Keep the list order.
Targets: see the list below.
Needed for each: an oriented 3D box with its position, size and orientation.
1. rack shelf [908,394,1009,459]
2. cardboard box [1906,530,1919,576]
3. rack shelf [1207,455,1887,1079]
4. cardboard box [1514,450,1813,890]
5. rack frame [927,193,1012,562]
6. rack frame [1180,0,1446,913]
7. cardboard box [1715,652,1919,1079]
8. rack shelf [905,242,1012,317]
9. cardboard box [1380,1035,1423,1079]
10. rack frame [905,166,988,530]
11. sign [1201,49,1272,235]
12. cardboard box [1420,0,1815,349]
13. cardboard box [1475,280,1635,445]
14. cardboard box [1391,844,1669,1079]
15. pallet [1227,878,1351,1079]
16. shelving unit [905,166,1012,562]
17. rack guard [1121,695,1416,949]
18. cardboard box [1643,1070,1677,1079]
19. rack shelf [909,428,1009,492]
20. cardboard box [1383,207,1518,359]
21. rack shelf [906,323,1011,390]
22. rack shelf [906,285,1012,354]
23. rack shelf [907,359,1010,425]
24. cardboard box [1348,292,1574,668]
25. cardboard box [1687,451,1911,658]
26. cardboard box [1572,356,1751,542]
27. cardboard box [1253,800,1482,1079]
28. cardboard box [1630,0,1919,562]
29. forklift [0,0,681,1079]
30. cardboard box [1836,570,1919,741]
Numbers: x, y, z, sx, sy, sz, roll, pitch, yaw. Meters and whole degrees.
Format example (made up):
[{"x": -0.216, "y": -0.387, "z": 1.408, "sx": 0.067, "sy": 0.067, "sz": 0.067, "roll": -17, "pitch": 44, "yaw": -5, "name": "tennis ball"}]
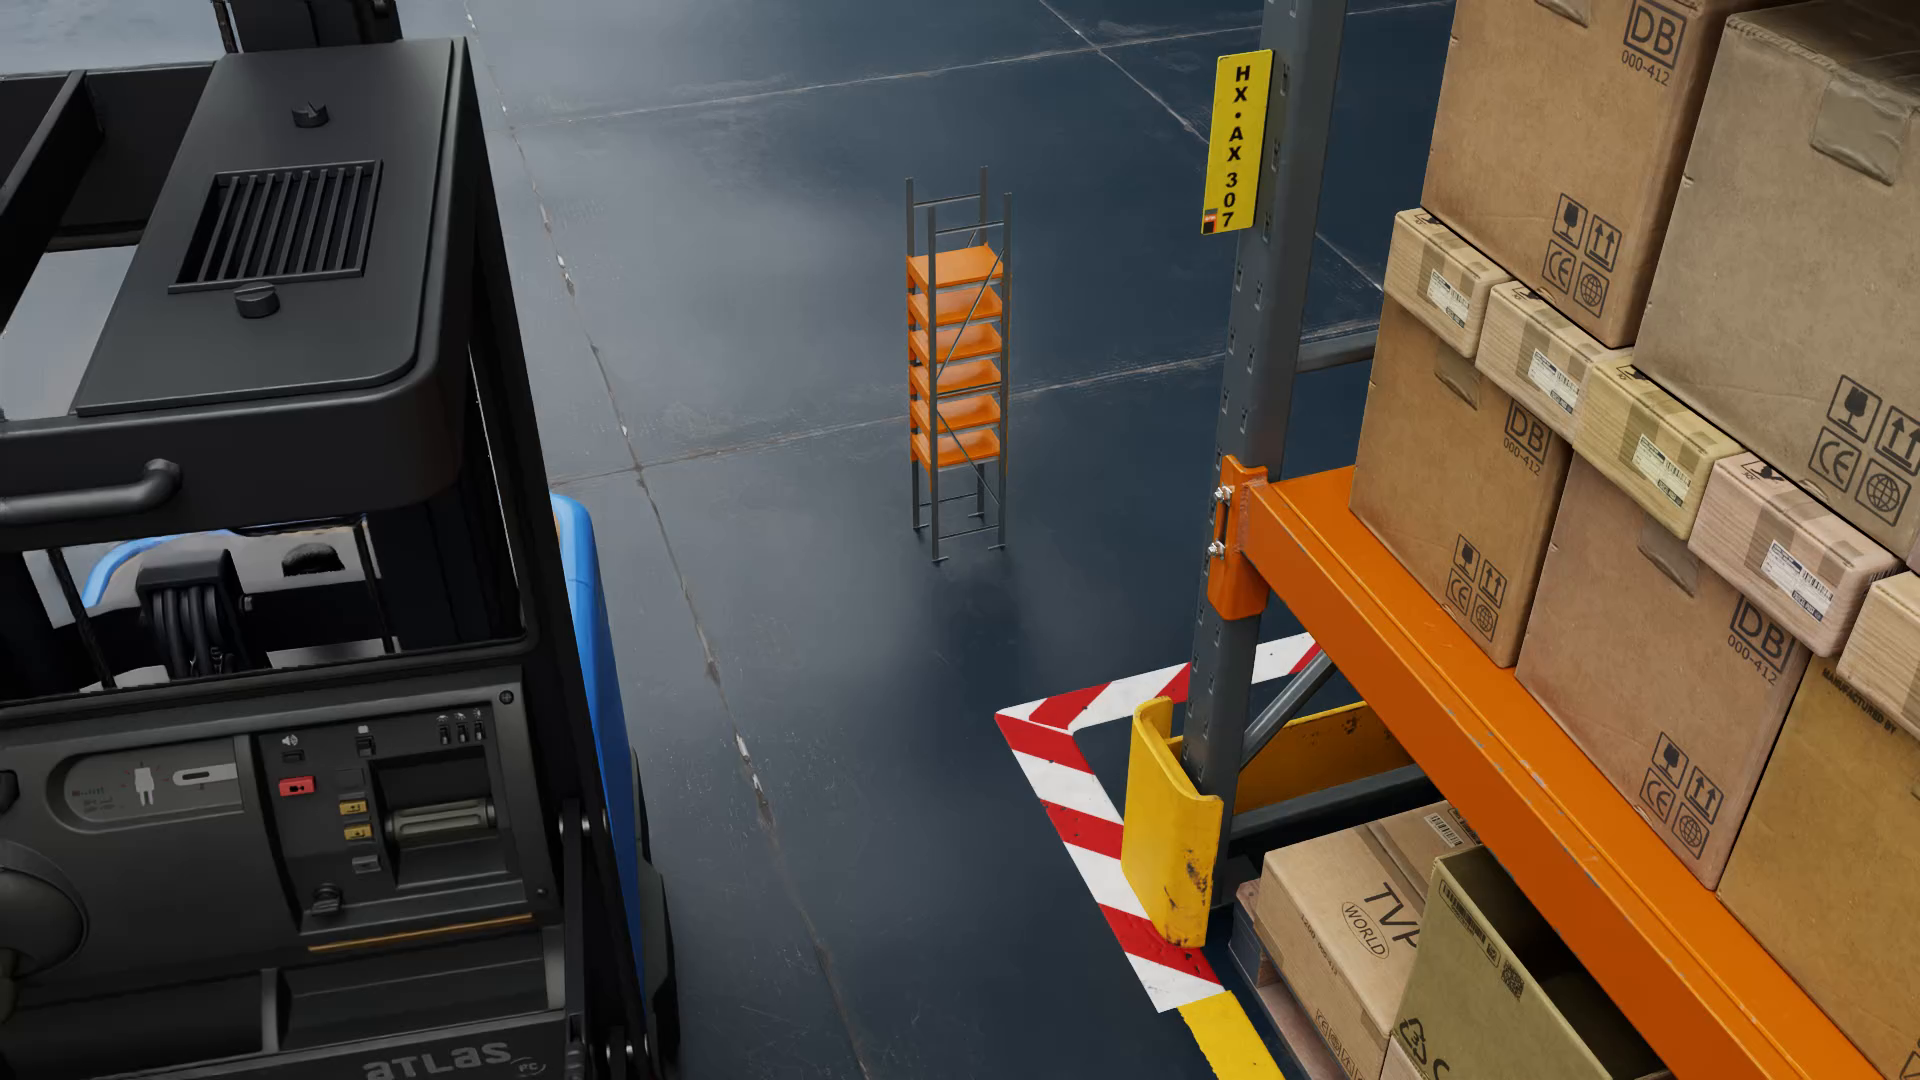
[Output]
[{"x": -0.005, "y": -0.356, "z": 4.999, "sx": 0.258, "sy": 0.103, "sz": 0.180, "roll": -12, "pitch": 39, "yaw": -16, "name": "rack shelf"}, {"x": 1.528, "y": -0.100, "z": 1.728, "sx": 0.700, "sy": 0.500, "sz": 0.500, "roll": -12, "pitch": 39, "yaw": -16, "name": "cardboard box"}, {"x": 1.689, "y": 0.999, "z": 2.029, "sx": 1.077, "sy": 0.370, "sz": 4.000, "roll": -12, "pitch": 39, "yaw": -16, "name": "rack shelf"}, {"x": 1.335, "y": 0.104, "z": 2.536, "sx": 0.700, "sy": 0.500, "sz": 0.500, "roll": -11, "pitch": 38, "yaw": -15, "name": "cardboard box"}, {"x": 0.027, "y": -0.436, "z": 4.831, "sx": 0.240, "sy": 1.200, "sz": 0.006, "roll": -12, "pitch": 39, "yaw": -16, "name": "rack frame"}, {"x": 1.001, "y": -0.418, "z": 3.312, "sx": 1.000, "sy": 3.000, "sz": 0.127, "roll": -12, "pitch": 39, "yaw": -16, "name": "rack frame"}, {"x": 1.500, "y": 0.385, "z": 2.162, "sx": 0.700, "sy": 0.500, "sz": 0.500, "roll": -12, "pitch": 39, "yaw": -16, "name": "cardboard box"}, {"x": -0.005, "y": -0.739, "z": 4.710, "sx": 0.258, "sy": 0.103, "sz": 0.180, "roll": -12, "pitch": 39, "yaw": -16, "name": "rack shelf"}, {"x": 1.152, "y": 1.143, "z": 3.176, "sx": 0.500, "sy": 0.250, "sz": 0.500, "roll": -12, "pitch": 39, "yaw": -16, "name": "cardboard box"}, {"x": -0.036, "y": -0.539, "z": 4.968, "sx": 0.240, "sy": 1.200, "sz": 0.006, "roll": -12, "pitch": 39, "yaw": -16, "name": "rack frame"}, {"x": 0.478, "y": -0.684, "z": 2.880, "sx": 0.100, "sy": 0.325, "sz": 0.005, "roll": -12, "pitch": 39, "yaw": -16, "name": "sign"}, {"x": 1.168, "y": -0.680, "z": 2.499, "sx": 0.700, "sy": 0.500, "sz": 0.500, "roll": -12, "pitch": 39, "yaw": -16, "name": "cardboard box"}, {"x": 1.027, "y": -0.303, "z": 2.536, "sx": 0.380, "sy": 0.149, "sz": 0.250, "roll": -13, "pitch": 39, "yaw": -17, "name": "cardboard box"}, {"x": 1.150, "y": 0.844, "z": 2.950, "sx": 0.500, "sy": 0.500, "sz": 0.500, "roll": -12, "pitch": 39, "yaw": -16, "name": "cardboard box"}, {"x": 1.303, "y": 1.119, "z": 3.589, "sx": 1.003, "sy": 0.211, "sz": 1.213, "roll": -12, "pitch": 39, "yaw": -16, "name": "pallet"}, {"x": -0.005, "y": -0.487, "z": 4.900, "sx": 0.258, "sy": 1.200, "sz": 0.189, "roll": -12, "pitch": 39, "yaw": -16, "name": "shelving unit"}, {"x": 0.993, "y": 0.567, "z": 4.082, "sx": 1.175, "sy": 0.500, "sz": 0.348, "roll": -12, "pitch": 39, "yaw": -16, "name": "rack guard"}, {"x": 1.335, "y": 1.124, "z": 2.578, "sx": 0.500, "sy": 0.500, "sz": 0.500, "roll": -12, "pitch": 39, "yaw": -16, "name": "cardboard box"}, {"x": -0.005, "y": -0.260, "z": 5.071, "sx": 0.258, "sy": 0.103, "sz": 0.180, "roll": -12, "pitch": 39, "yaw": -16, "name": "rack shelf"}, {"x": 0.934, "y": -0.451, "z": 2.734, "sx": 0.380, "sy": 0.149, "sz": 0.250, "roll": -13, "pitch": 39, "yaw": -16, "name": "cardboard box"}, {"x": -0.005, "y": -0.548, "z": 4.854, "sx": 0.258, "sy": 0.103, "sz": 0.180, "roll": -12, "pitch": 39, "yaw": -16, "name": "rack shelf"}, {"x": -0.005, "y": -0.644, "z": 4.782, "sx": 0.258, "sy": 0.103, "sz": 0.180, "roll": -12, "pitch": 39, "yaw": -16, "name": "rack shelf"}, {"x": -0.005, "y": -0.452, "z": 4.927, "sx": 0.258, "sy": 0.103, "sz": 0.180, "roll": -12, "pitch": 39, "yaw": -16, "name": "rack shelf"}, {"x": 1.150, "y": -0.192, "z": 2.929, "sx": 0.700, "sy": 0.500, "sz": 0.500, "roll": -12, "pitch": 39, "yaw": -16, "name": "cardboard box"}, {"x": 1.196, "y": -0.018, "z": 2.159, "sx": 0.380, "sy": 0.149, "sz": 0.250, "roll": -13, "pitch": 39, "yaw": -17, "name": "cardboard box"}, {"x": 1.112, "y": -0.161, "z": 2.349, "sx": 0.380, "sy": 0.149, "sz": 0.250, "roll": -12, "pitch": 39, "yaw": -16, "name": "cardboard box"}, {"x": 0.977, "y": 0.861, "z": 3.550, "sx": 0.500, "sy": 0.250, "sz": 0.500, "roll": -12, "pitch": 39, "yaw": -16, "name": "cardboard box"}, {"x": 1.354, "y": -0.384, "z": 2.106, "sx": 0.700, "sy": 0.500, "sz": 0.500, "roll": -13, "pitch": 39, "yaw": -17, "name": "cardboard box"}, {"x": -1.023, "y": 0.497, "z": 2.154, "sx": 1.130, "sy": 2.935, "sz": 3.031, "roll": -7, "pitch": 38, "yaw": -9, "name": "forklift"}, {"x": 1.291, "y": 0.132, "z": 1.960, "sx": 0.380, "sy": 0.149, "sz": 0.250, "roll": -14, "pitch": 39, "yaw": -17, "name": "cardboard box"}]
